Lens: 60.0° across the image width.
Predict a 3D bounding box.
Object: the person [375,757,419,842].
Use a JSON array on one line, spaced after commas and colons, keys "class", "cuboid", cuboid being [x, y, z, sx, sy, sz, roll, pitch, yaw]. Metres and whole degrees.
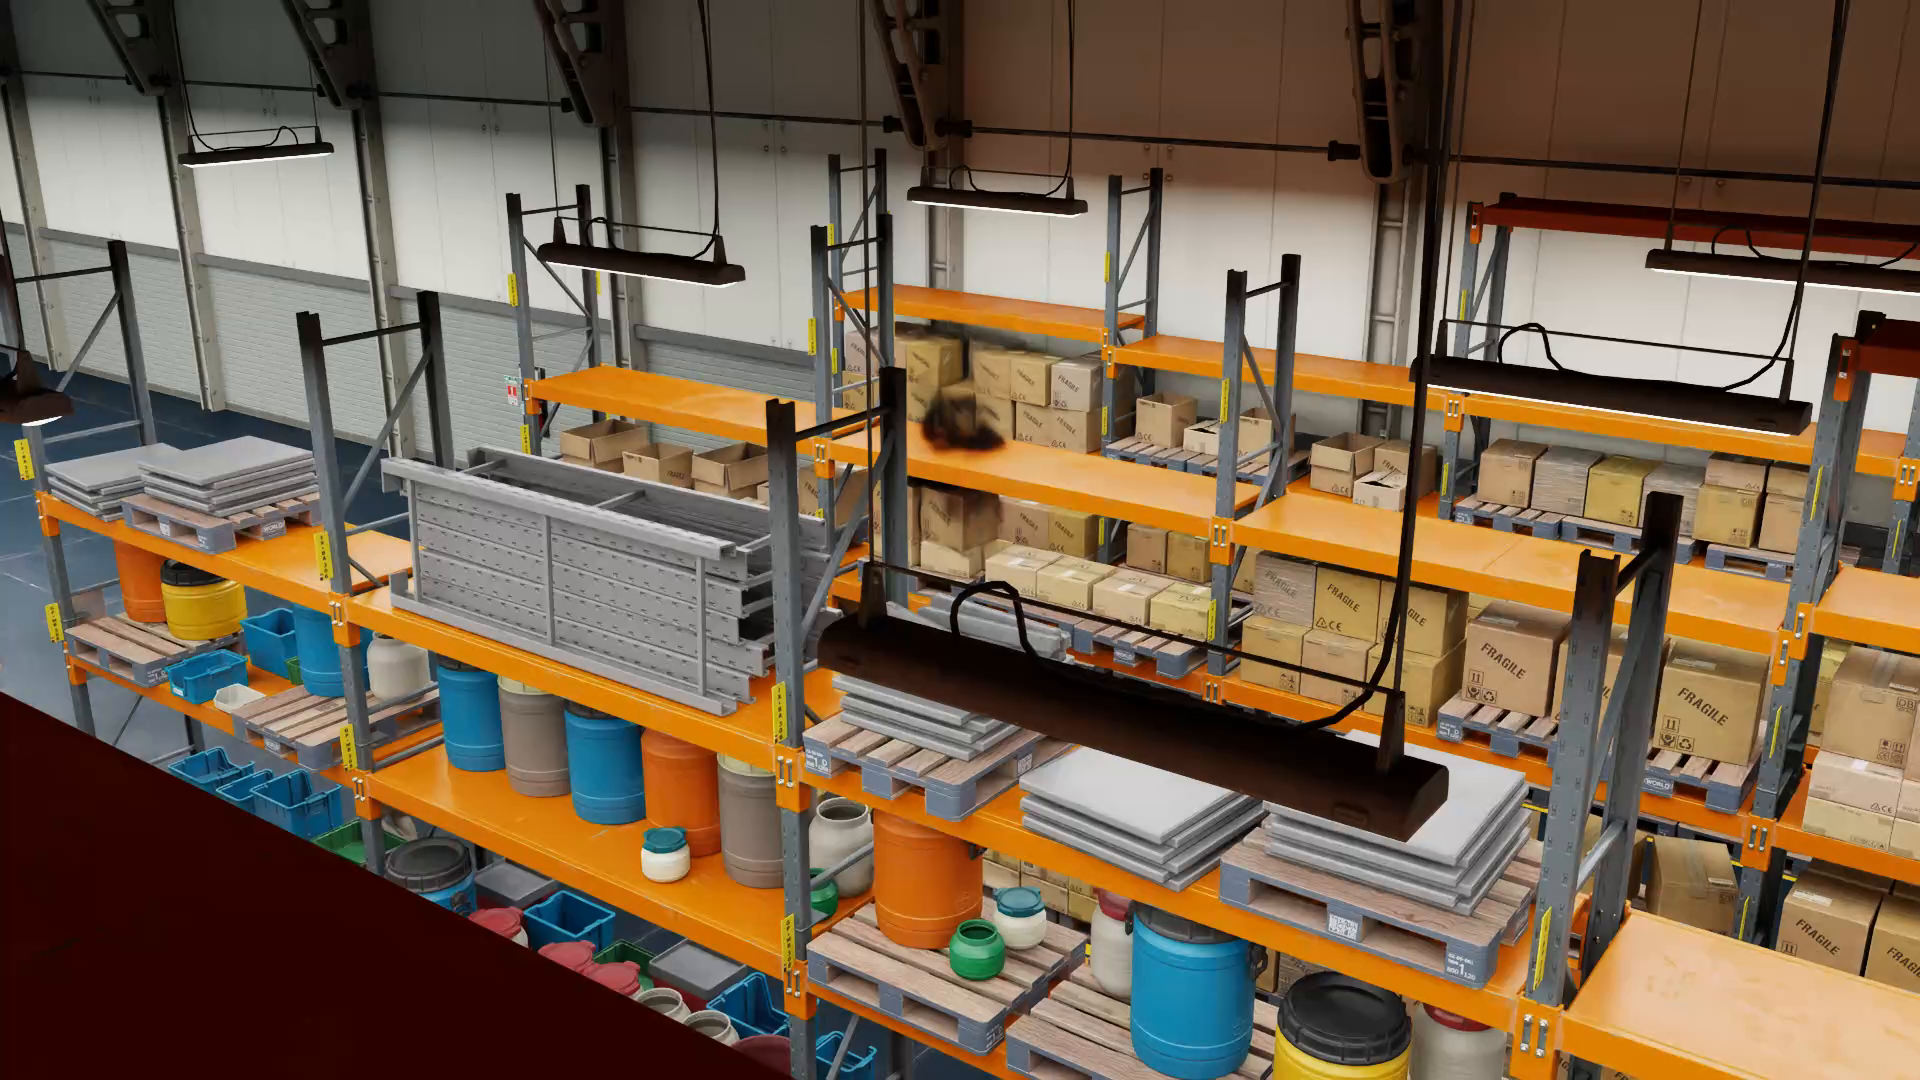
[{"class": "person", "cuboid": [-5.371, 2.303, 15.567, 0.600, 1.695, 0.690, 8, 20, 23]}]
